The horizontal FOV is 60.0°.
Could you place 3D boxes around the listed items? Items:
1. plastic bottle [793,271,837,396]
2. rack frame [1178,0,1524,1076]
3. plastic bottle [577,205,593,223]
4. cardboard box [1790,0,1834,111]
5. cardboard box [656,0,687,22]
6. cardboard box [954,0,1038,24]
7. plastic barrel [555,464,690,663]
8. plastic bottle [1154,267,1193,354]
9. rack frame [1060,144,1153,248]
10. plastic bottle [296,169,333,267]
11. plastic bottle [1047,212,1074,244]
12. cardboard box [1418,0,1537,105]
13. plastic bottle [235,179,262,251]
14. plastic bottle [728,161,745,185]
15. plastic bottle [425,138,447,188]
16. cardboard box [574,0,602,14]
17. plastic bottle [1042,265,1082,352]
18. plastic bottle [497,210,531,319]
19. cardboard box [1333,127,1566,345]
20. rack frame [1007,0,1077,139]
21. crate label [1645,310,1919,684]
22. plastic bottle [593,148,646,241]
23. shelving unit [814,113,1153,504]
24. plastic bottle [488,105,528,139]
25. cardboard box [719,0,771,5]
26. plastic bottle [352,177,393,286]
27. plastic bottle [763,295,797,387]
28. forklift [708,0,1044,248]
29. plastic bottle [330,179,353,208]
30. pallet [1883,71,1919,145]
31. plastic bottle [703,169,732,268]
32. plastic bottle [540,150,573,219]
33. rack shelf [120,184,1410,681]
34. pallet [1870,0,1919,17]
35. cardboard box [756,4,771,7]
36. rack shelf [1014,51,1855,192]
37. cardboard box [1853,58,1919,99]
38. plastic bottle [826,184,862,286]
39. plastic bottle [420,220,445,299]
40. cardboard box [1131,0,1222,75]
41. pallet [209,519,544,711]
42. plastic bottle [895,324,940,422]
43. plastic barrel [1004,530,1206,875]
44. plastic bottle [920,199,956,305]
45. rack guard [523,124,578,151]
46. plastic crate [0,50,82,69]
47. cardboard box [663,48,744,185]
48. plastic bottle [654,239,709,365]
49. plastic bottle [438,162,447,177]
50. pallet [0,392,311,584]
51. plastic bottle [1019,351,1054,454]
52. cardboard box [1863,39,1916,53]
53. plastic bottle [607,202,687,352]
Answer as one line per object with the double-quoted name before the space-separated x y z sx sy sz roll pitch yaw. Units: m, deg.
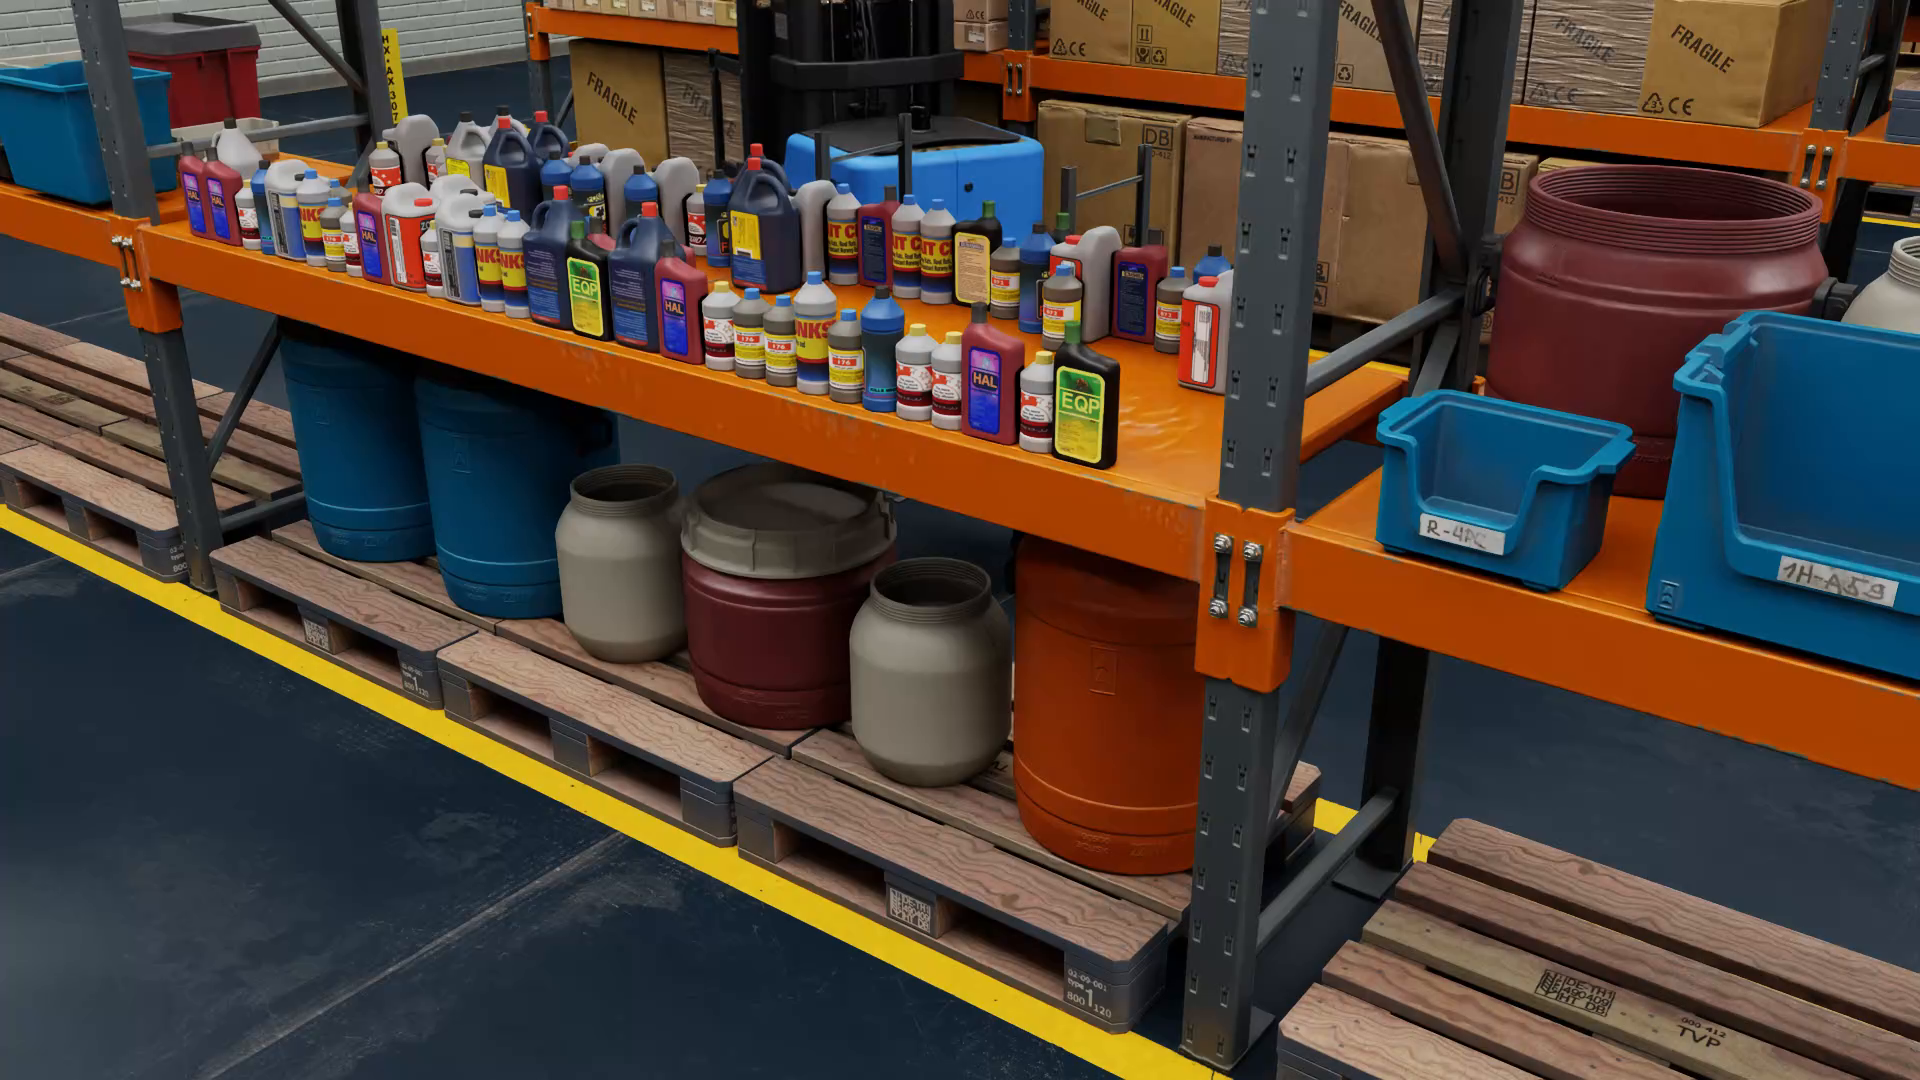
"plastic bottle" -0.325 -0.471 3.757 0.097 0.271 0.097 0 24 0
"rack frame" 0.833 -0.385 3.405 0.127 3.000 1.000 17 29 33
"plastic bottle" -0.981 -0.742 4.373 0.097 0.271 0.097 0 24 0
"cardboard box" 3.577 -2.235 7.477 0.500 0.500 0.500 18 29 35
"cardboard box" -1.689 -3.363 10.474 0.250 0.149 0.380 16 28 32
"cardboard box" 0.092 -3.040 9.247 0.500 0.250 0.500 16 29 32
"plastic barrel" -0.978 0.067 4.942 0.421 0.512 0.421 0 24 0
"plastic bottle" 0.526 -0.564 4.056 0.097 0.201 0.097 0 24 0
"rack frame" 0.475 -0.543 5.622 0.032 1.500 0.500 17 29 33
"plastic bottle" -1.857 -0.934 4.808 0.097 0.271 0.097 0 24 0
"plastic bottle" 0.230 -0.700 4.263 0.133 0.283 0.061 17 29 33
"cardboard box" 2.447 -2.316 7.661 0.500 0.500 0.500 16 28 32
"plastic bottle" -2.121 -0.981 5.003 0.097 0.201 0.097 0 24 0
"plastic bottle" -0.657 -0.968 4.872 0.133 0.283 0.061 17 29 33
"plastic bottle" -1.750 -1.252 5.617 0.097 0.201 0.097 0 24 0
"cardboard box" -2.306 -3.549 10.897 0.250 0.149 0.380 16 29 33
"plastic bottle" 0.250 -0.571 4.071 0.097 0.201 0.097 0 24 0
"plastic bottle" -1.145 -0.719 4.320 0.097 0.271 0.097 0 24 0
"cardboard box" 2.555 -1.595 8.264 0.875 0.875 1.225 17 29 33
"rack frame" 0.602 -2.951 9.227 0.127 3.000 1.000 17 29 33
"crate label" 1.465 -0.074 2.654 0.616 0.435 0.502 17 29 33
"plastic bottle" -1.055 -1.062 5.094 0.135 0.276 0.152 17 29 33
"shelving unit" 0.068 -0.666 5.901 1.048 1.500 0.538 17 29 33
"plastic bottle" -1.436 -1.214 5.345 0.185 0.351 0.144 17 29 33
"cardboard box" -1.136 -3.412 10.090 0.500 0.250 0.500 16 28 32
"plastic bottle" -1.620 -0.858 4.622 0.133 0.283 0.061 17 29 33
"plastic bottle" -0.402 -0.462 3.825 0.097 0.201 0.097 0 24 0
"forklift" -0.730 -2.675 8.687 1.130 2.935 3.031 -12 27 -26
"plastic bottle" -1.874 -0.983 5.008 0.097 0.201 0.097 0 24 0
"pallet" 4.437 -1.758 6.757 1.003 0.211 1.213 17 29 33
"plastic bottle" -0.690 -0.933 4.807 0.097 0.271 0.097 0 24 0
"plastic bottle" -1.223 -1.048 5.068 0.097 0.271 0.097 0 24 0
"rack shelf" -0.768 -0.540 4.647 4.000 0.370 1.077 17 29 33
"pallet" 6.225 -3.610 10.960 1.003 0.211 1.213 17 29 33
"cardboard box" -1.070 -3.176 10.051 0.250 0.149 0.380 17 29 34
"rack shelf" 2.203 -2.138 8.274 4.000 0.370 1.077 17 29 33
"cardboard box" 6.154 -3.032 11.060 0.500 0.250 0.500 16 28 32
"plastic bottle" -0.320 -0.852 4.622 0.097 0.271 0.097 0 24 0
"plastic bottle" -1.409 -0.766 4.515 0.097 0.201 0.097 0 24 0
"cardboard box" 1.223 -2.683 8.496 0.500 0.500 0.500 17 29 33
"pallet" -1.776 0.123 5.708 1.213 0.211 1.003 17 29 33
"plastic bottle" -0.091 -0.368 3.611 0.097 0.201 0.097 0 24 0
"plastic barrel" 0.431 0.303 4.014 0.708 0.830 0.600 17 29 33
"plastic bottle" -0.058 -0.772 4.442 0.097 0.271 0.097 0 24 0
"rack guard" -2.618 -2.780 11.939 0.348 0.500 1.175 17 29 33
"plastic crate" -3.480 -1.755 6.585 0.530 0.282 0.437 17 29 33
"cardboard box" -1.310 -2.789 10.974 0.875 0.875 0.875 17 29 33
"plastic bottle" -0.661 -0.569 3.965 0.133 0.283 0.061 17 29 33
"plastic bottle" -1.626 -1.138 5.358 0.097 0.201 0.097 0 24 0
"pallet" -2.980 -0.242 6.537 1.213 0.211 1.003 17 29 33
"plastic bottle" 0.172 -0.289 3.431 0.097 0.201 0.097 0 24 0
"cardboard box" 8.533 -4.812 15.565 0.875 0.875 0.875 17 29 34
"plastic bottle" -0.764 -0.651 4.069 0.185 0.351 0.144 17 29 33
